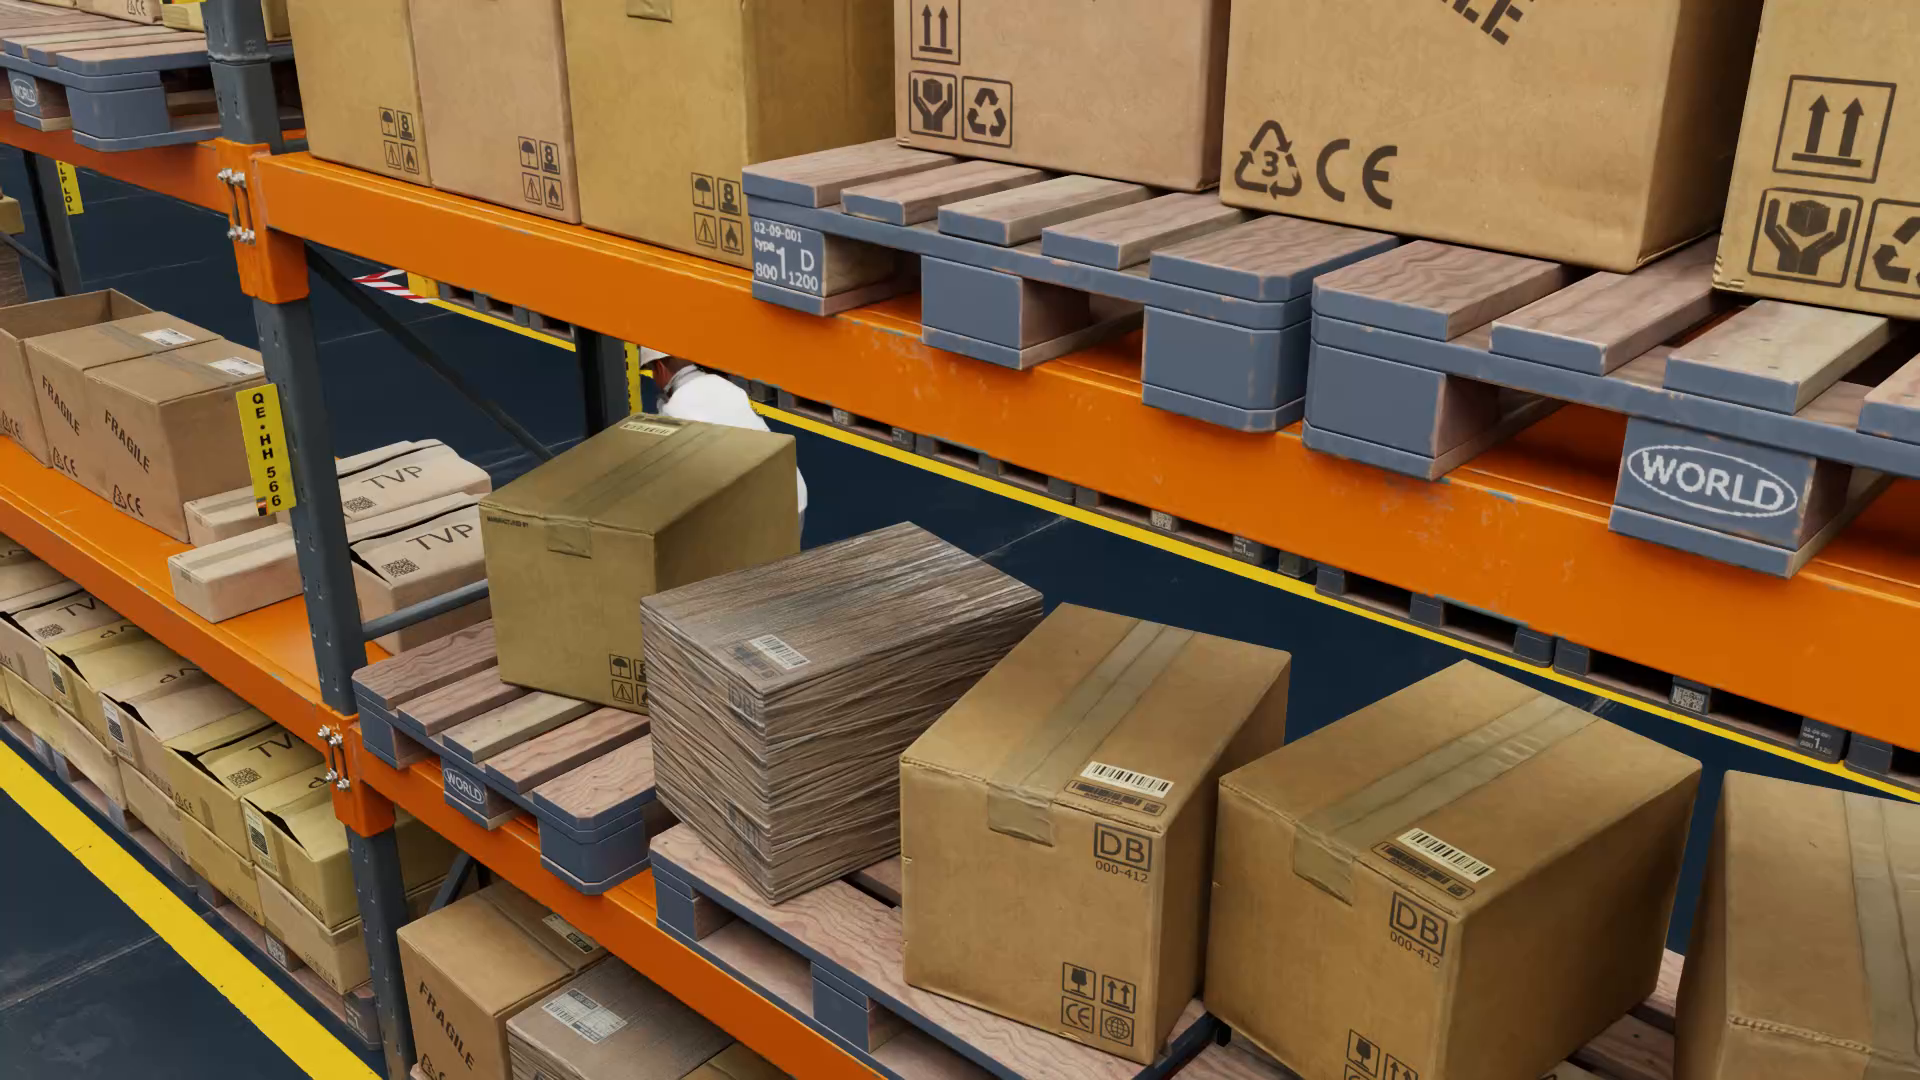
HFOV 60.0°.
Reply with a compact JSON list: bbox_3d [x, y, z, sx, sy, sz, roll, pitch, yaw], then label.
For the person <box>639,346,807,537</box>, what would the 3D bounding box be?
[{"bbox_3d":[-1.013,-0.093,7.004,0.794,1.597,0.467,19,30,37],"label":"person"}]
